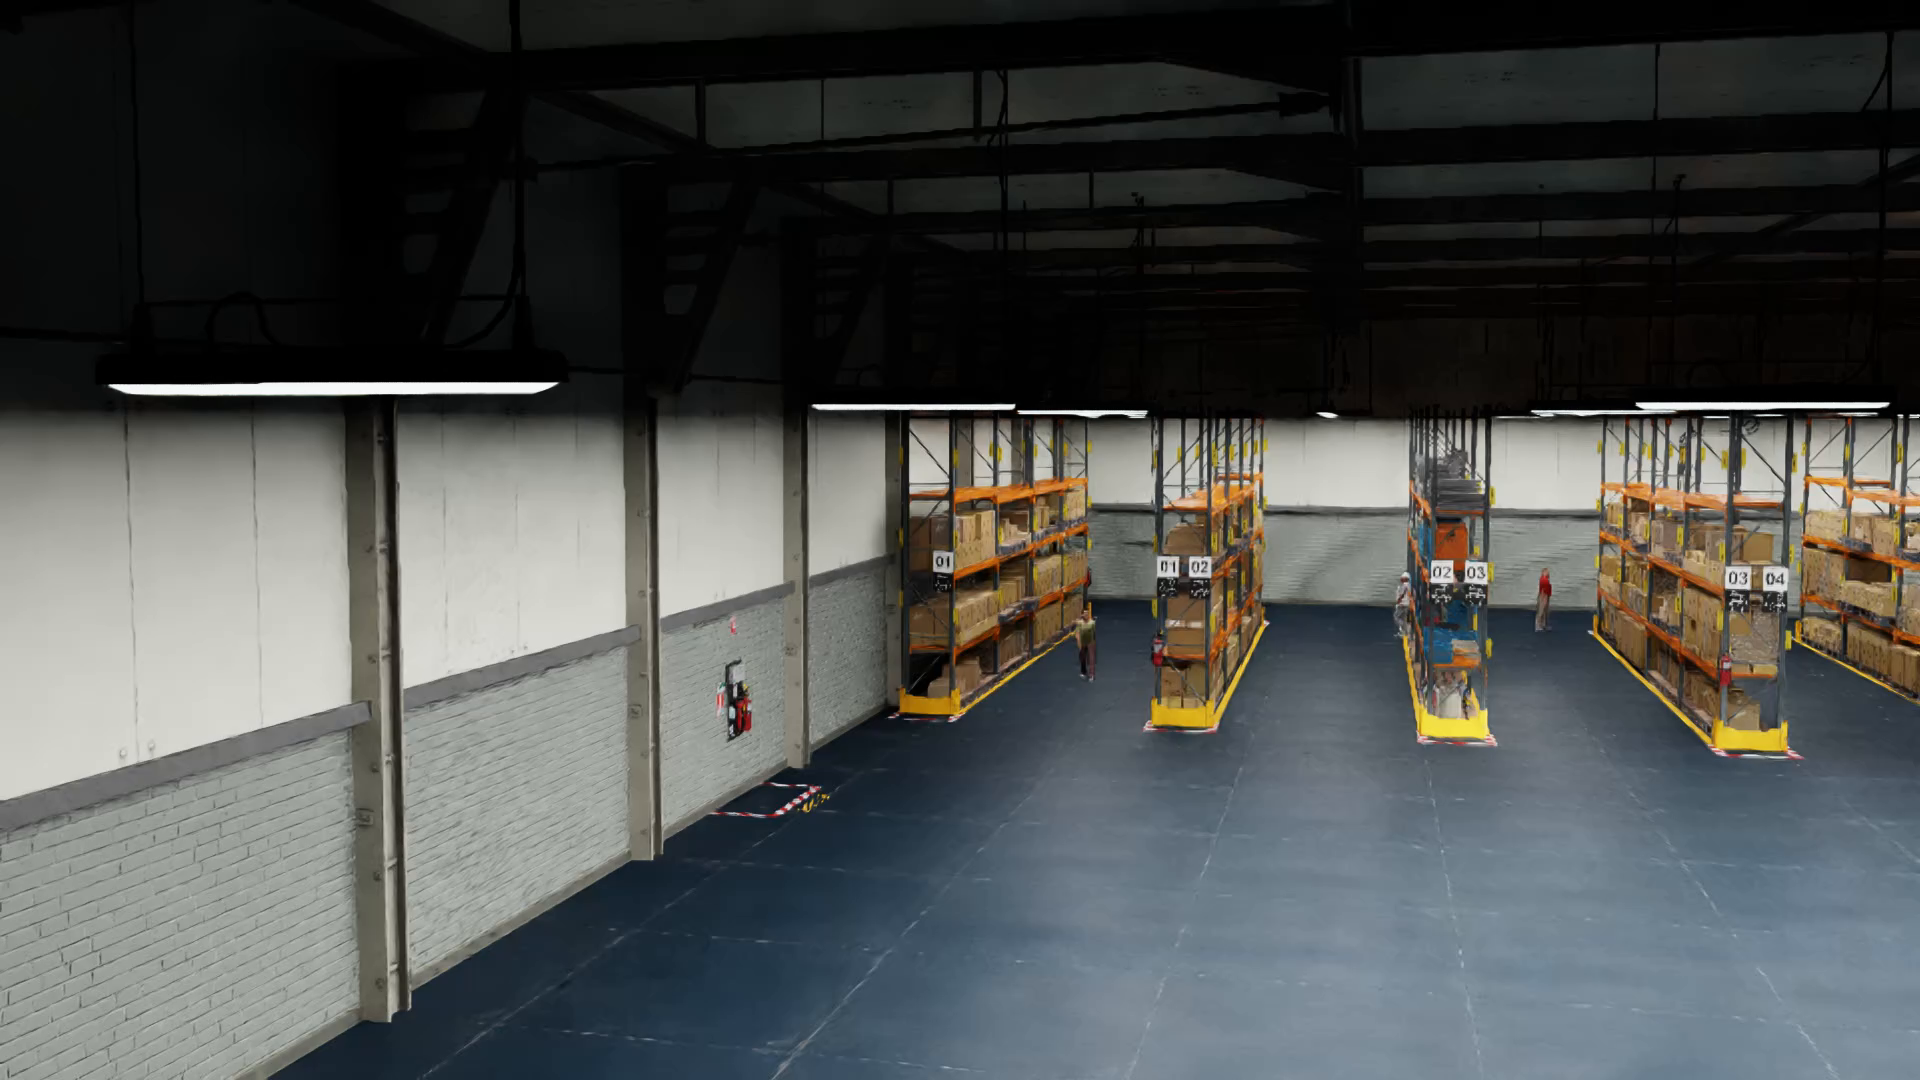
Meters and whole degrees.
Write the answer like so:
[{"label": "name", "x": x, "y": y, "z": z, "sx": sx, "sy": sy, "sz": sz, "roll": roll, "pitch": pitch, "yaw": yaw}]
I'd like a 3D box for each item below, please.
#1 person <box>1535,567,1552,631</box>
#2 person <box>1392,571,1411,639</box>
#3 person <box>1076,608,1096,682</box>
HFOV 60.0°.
[{"label": "person", "x": 15.907, "y": 1.598, "z": 45.270, "sx": 0.412, "sy": 1.732, "sz": 0.618, "roll": 2, "pitch": 5, "yaw": 26}, {"label": "person", "x": 11.553, "y": 1.703, "z": 43.451, "sx": 0.547, "sy": 1.780, "sz": 0.639, "roll": 2, "pitch": 5, "yaw": 30}, {"label": "person", "x": 2.764, "y": 2.284, "z": 36.560, "sx": 0.446, "sy": 1.603, "sz": 1.011, "roll": 0, "pitch": 4, "yaw": 6}]
